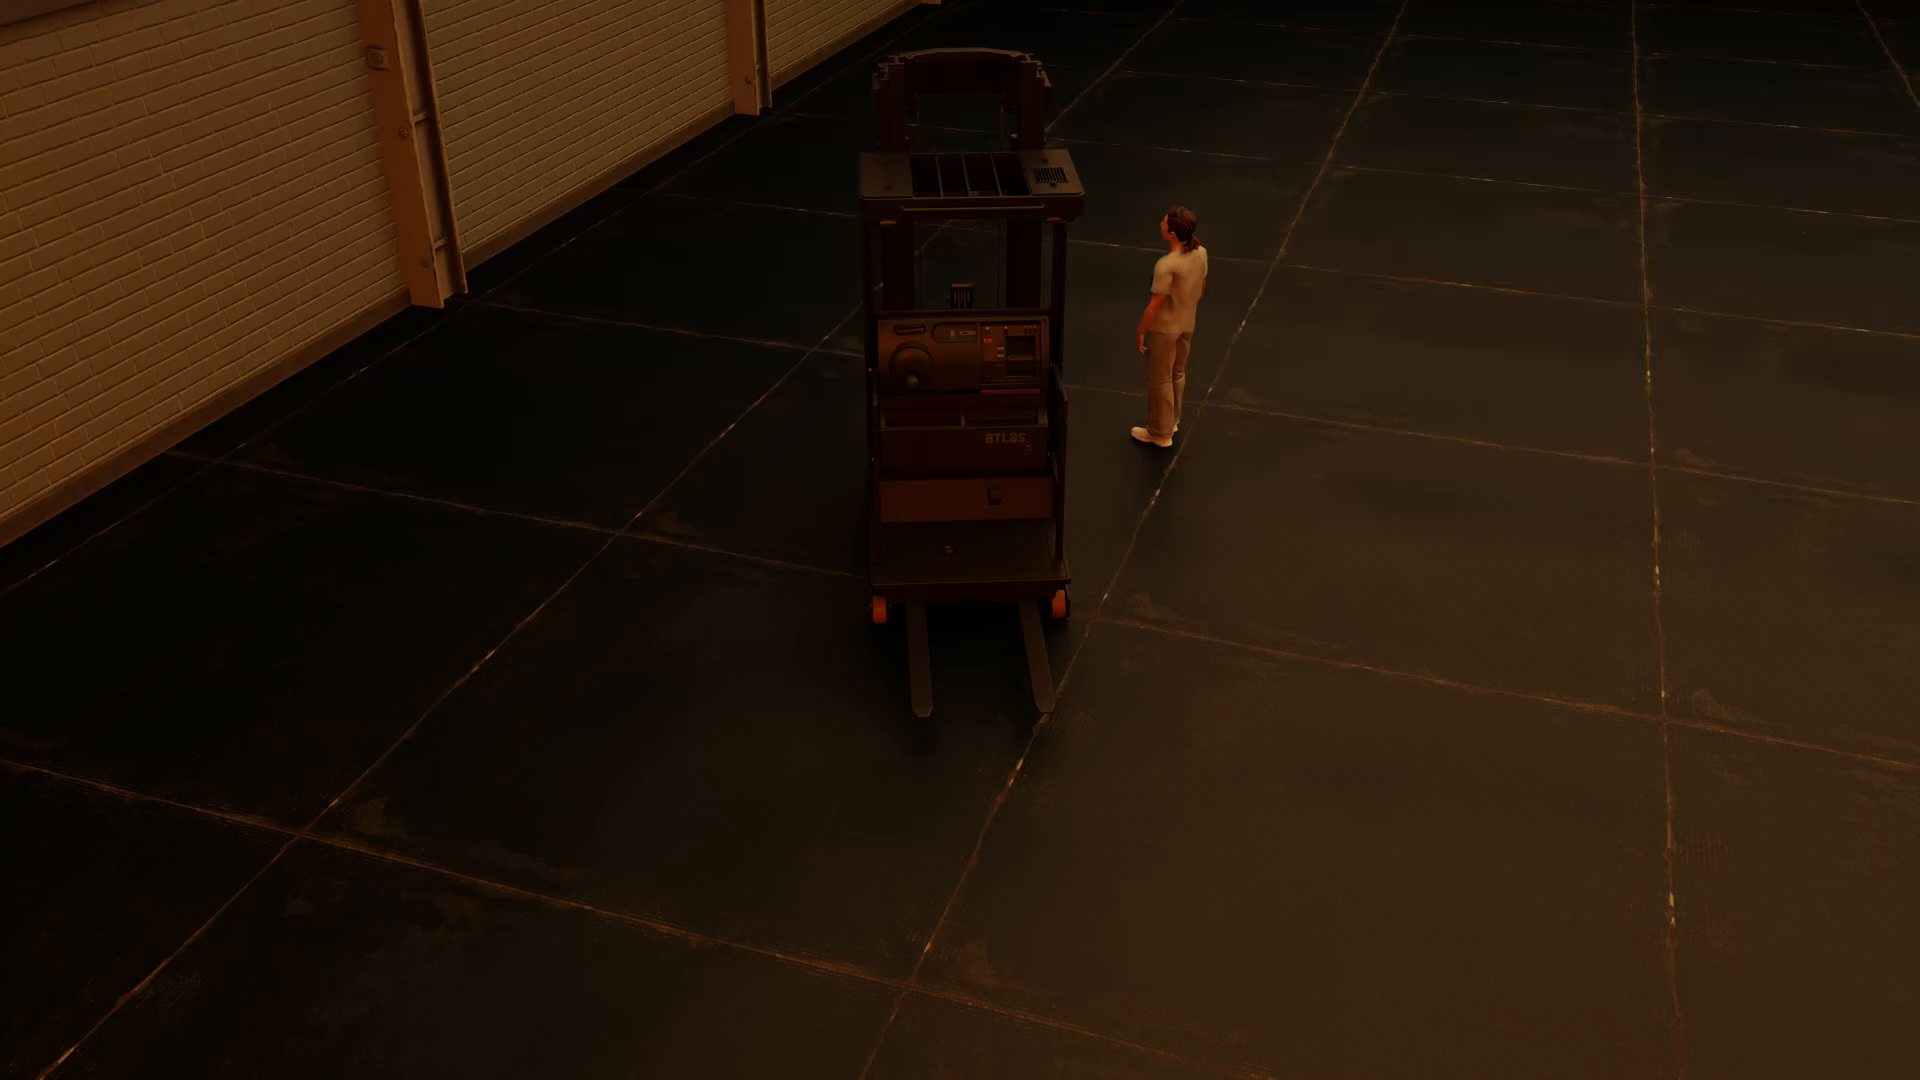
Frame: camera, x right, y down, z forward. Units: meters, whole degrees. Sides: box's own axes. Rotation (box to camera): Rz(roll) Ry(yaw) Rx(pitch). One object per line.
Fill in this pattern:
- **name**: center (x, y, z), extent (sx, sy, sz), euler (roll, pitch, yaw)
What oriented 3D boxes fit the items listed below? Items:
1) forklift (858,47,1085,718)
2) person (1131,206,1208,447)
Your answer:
- **forklift**: center (0.035, -0.972, 8.842), extent (1.130, 2.935, 3.031), euler (-2, 30, -3)
- **person**: center (1.321, -1.404, 10.852), extent (0.551, 1.673, 0.548), euler (-25, 38, -36)
